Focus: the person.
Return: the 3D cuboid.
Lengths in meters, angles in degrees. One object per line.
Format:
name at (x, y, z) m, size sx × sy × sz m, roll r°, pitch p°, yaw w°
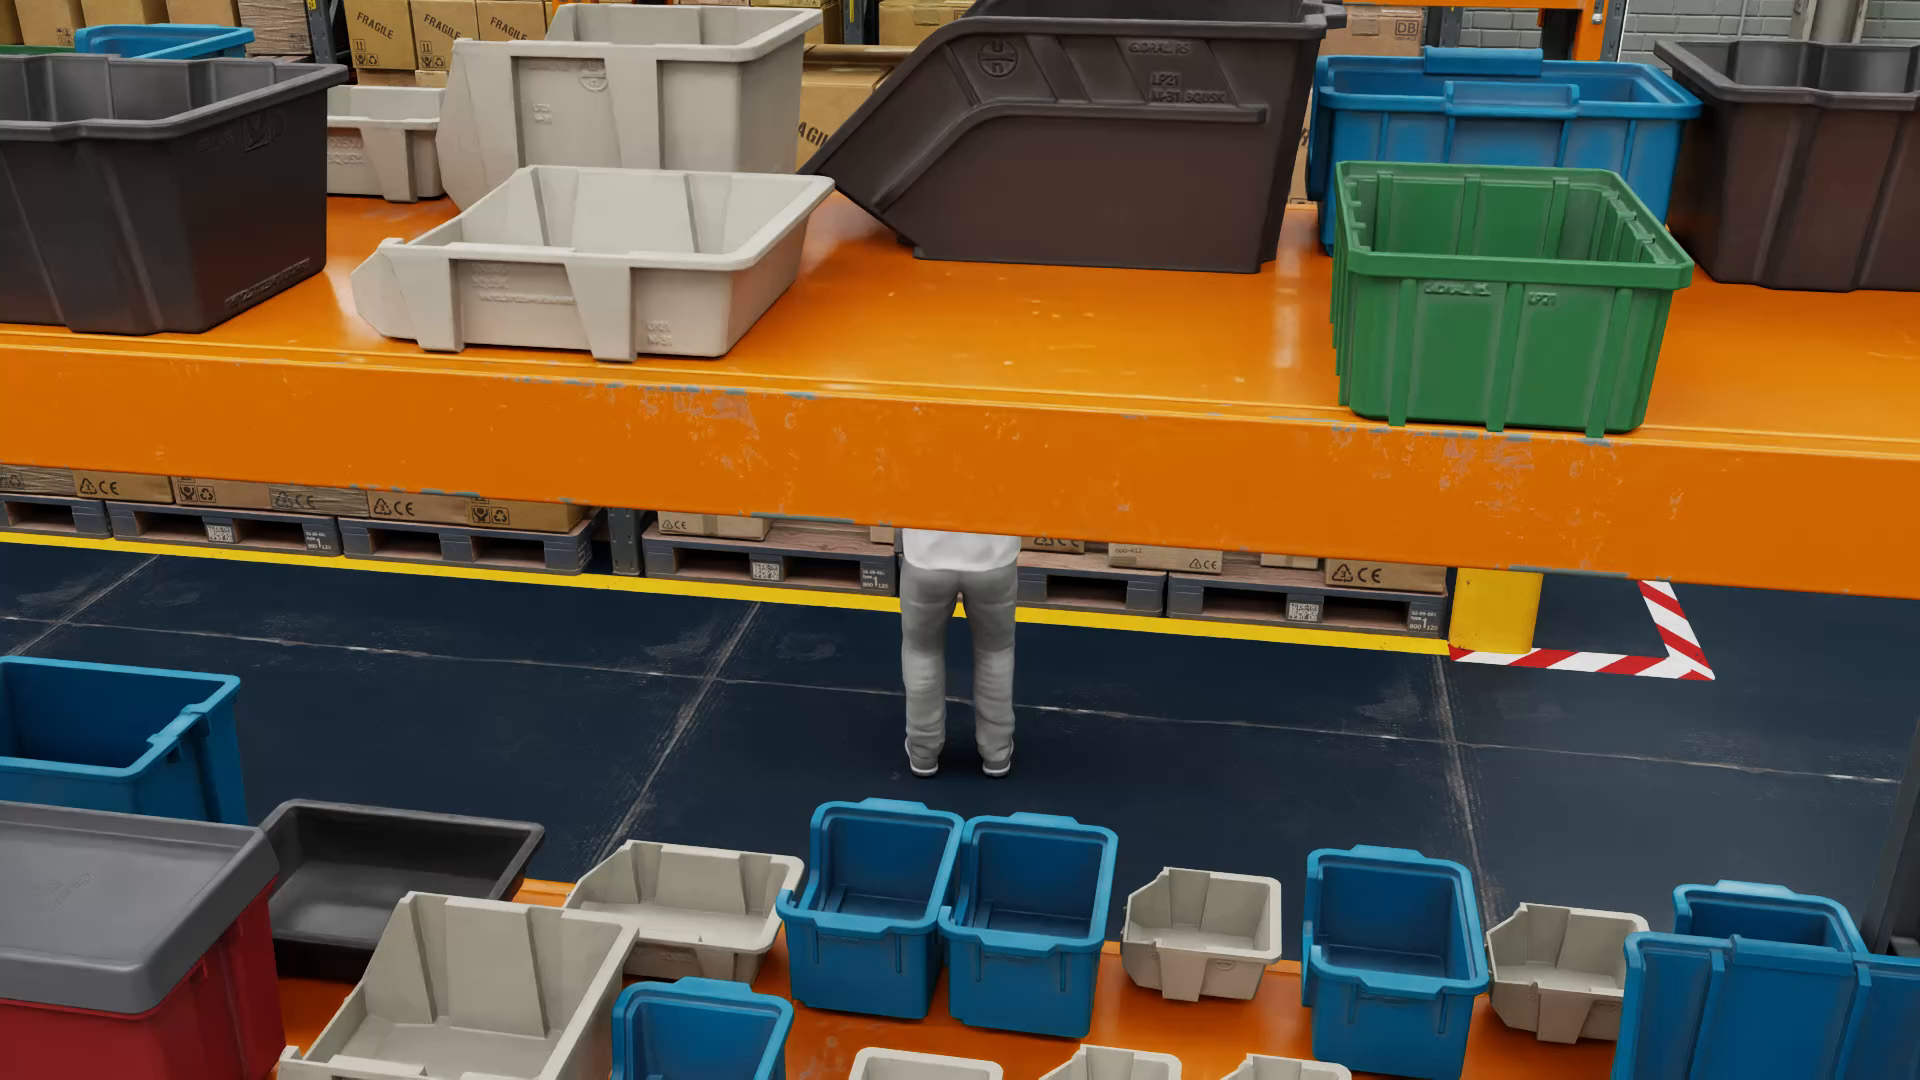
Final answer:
person at (-0.020, 0.015, 6.042) m, size 0.493 × 1.767 × 0.573 m, roll 0°, pitch 25°, yaw 0°
